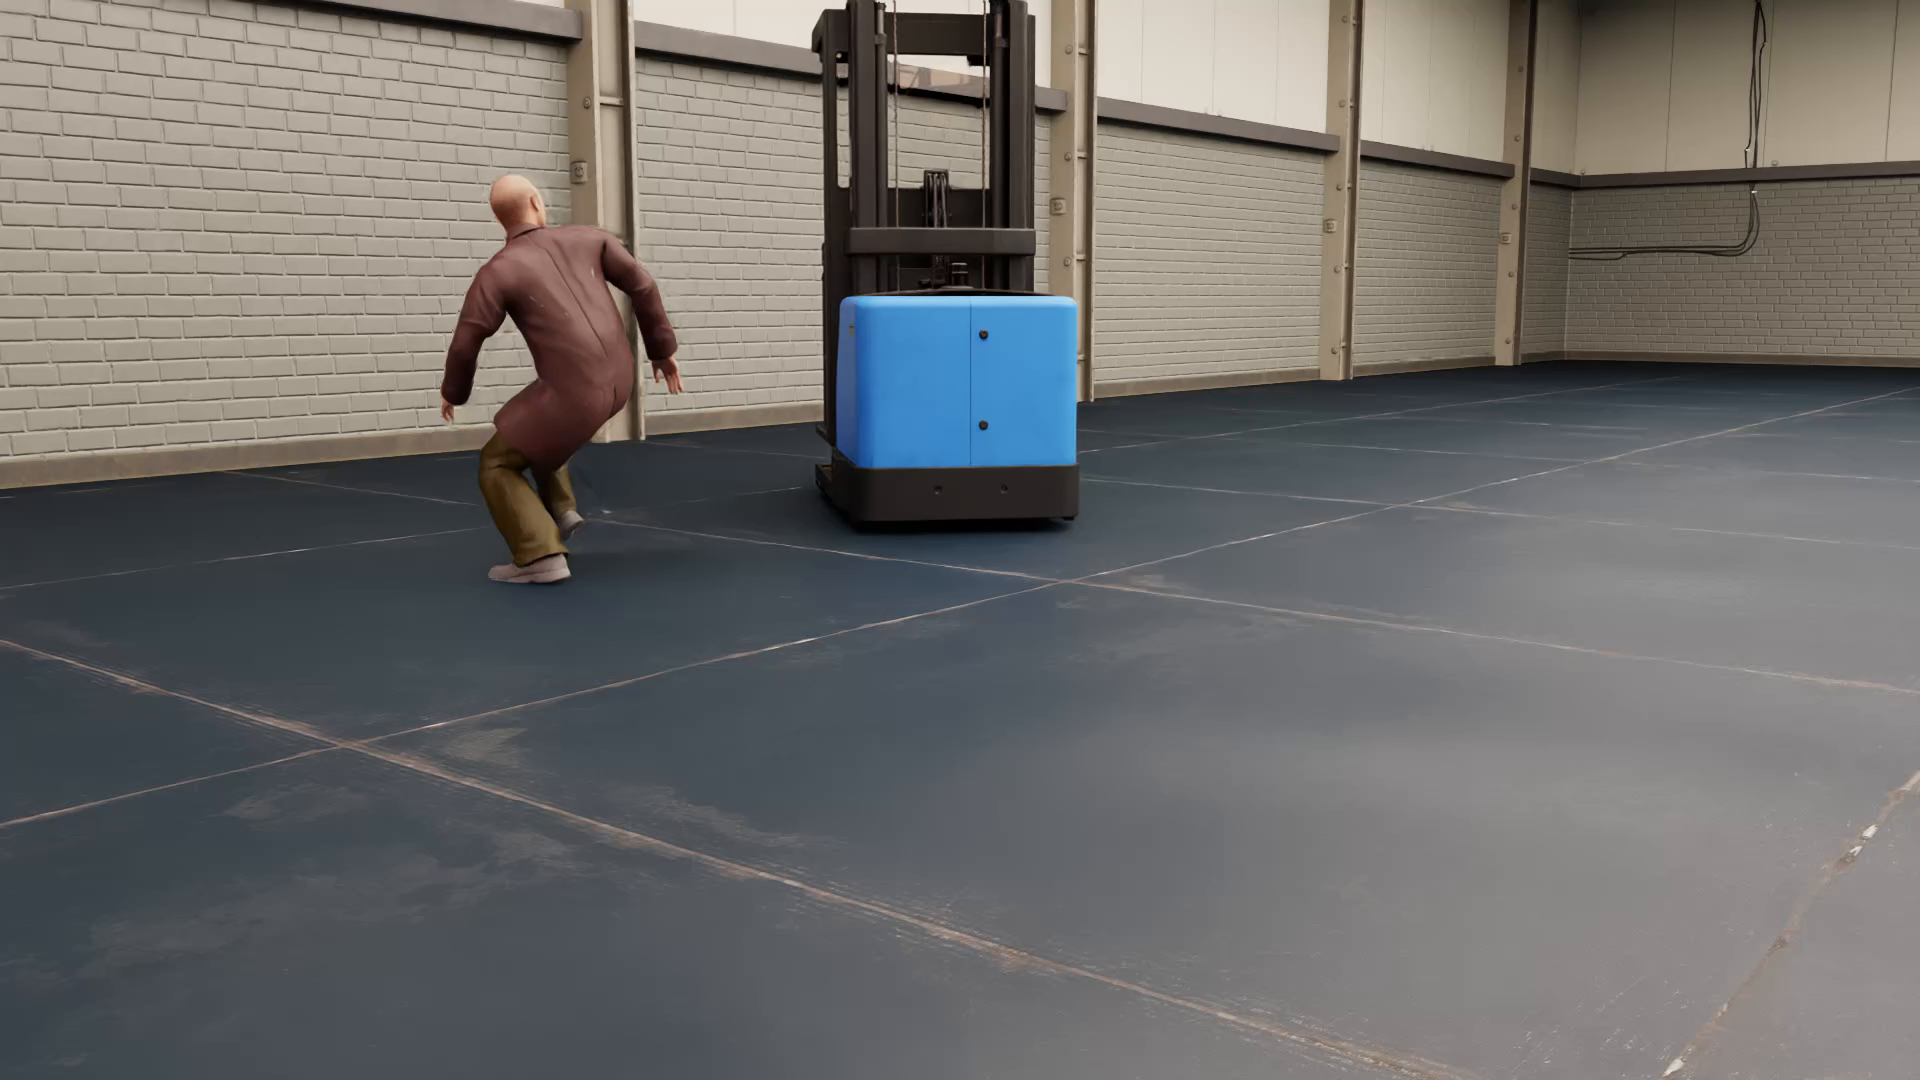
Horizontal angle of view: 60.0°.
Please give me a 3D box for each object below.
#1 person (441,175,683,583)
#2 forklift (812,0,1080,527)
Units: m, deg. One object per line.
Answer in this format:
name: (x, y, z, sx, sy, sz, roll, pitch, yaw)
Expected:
person: (-1.611, -0.628, 6.497, 0.740, 1.554, 0.818, 6, 10, 35)
forklift: (-0.198, -1.689, 8.824, 1.130, 2.935, 3.031, -1, 8, -9)
